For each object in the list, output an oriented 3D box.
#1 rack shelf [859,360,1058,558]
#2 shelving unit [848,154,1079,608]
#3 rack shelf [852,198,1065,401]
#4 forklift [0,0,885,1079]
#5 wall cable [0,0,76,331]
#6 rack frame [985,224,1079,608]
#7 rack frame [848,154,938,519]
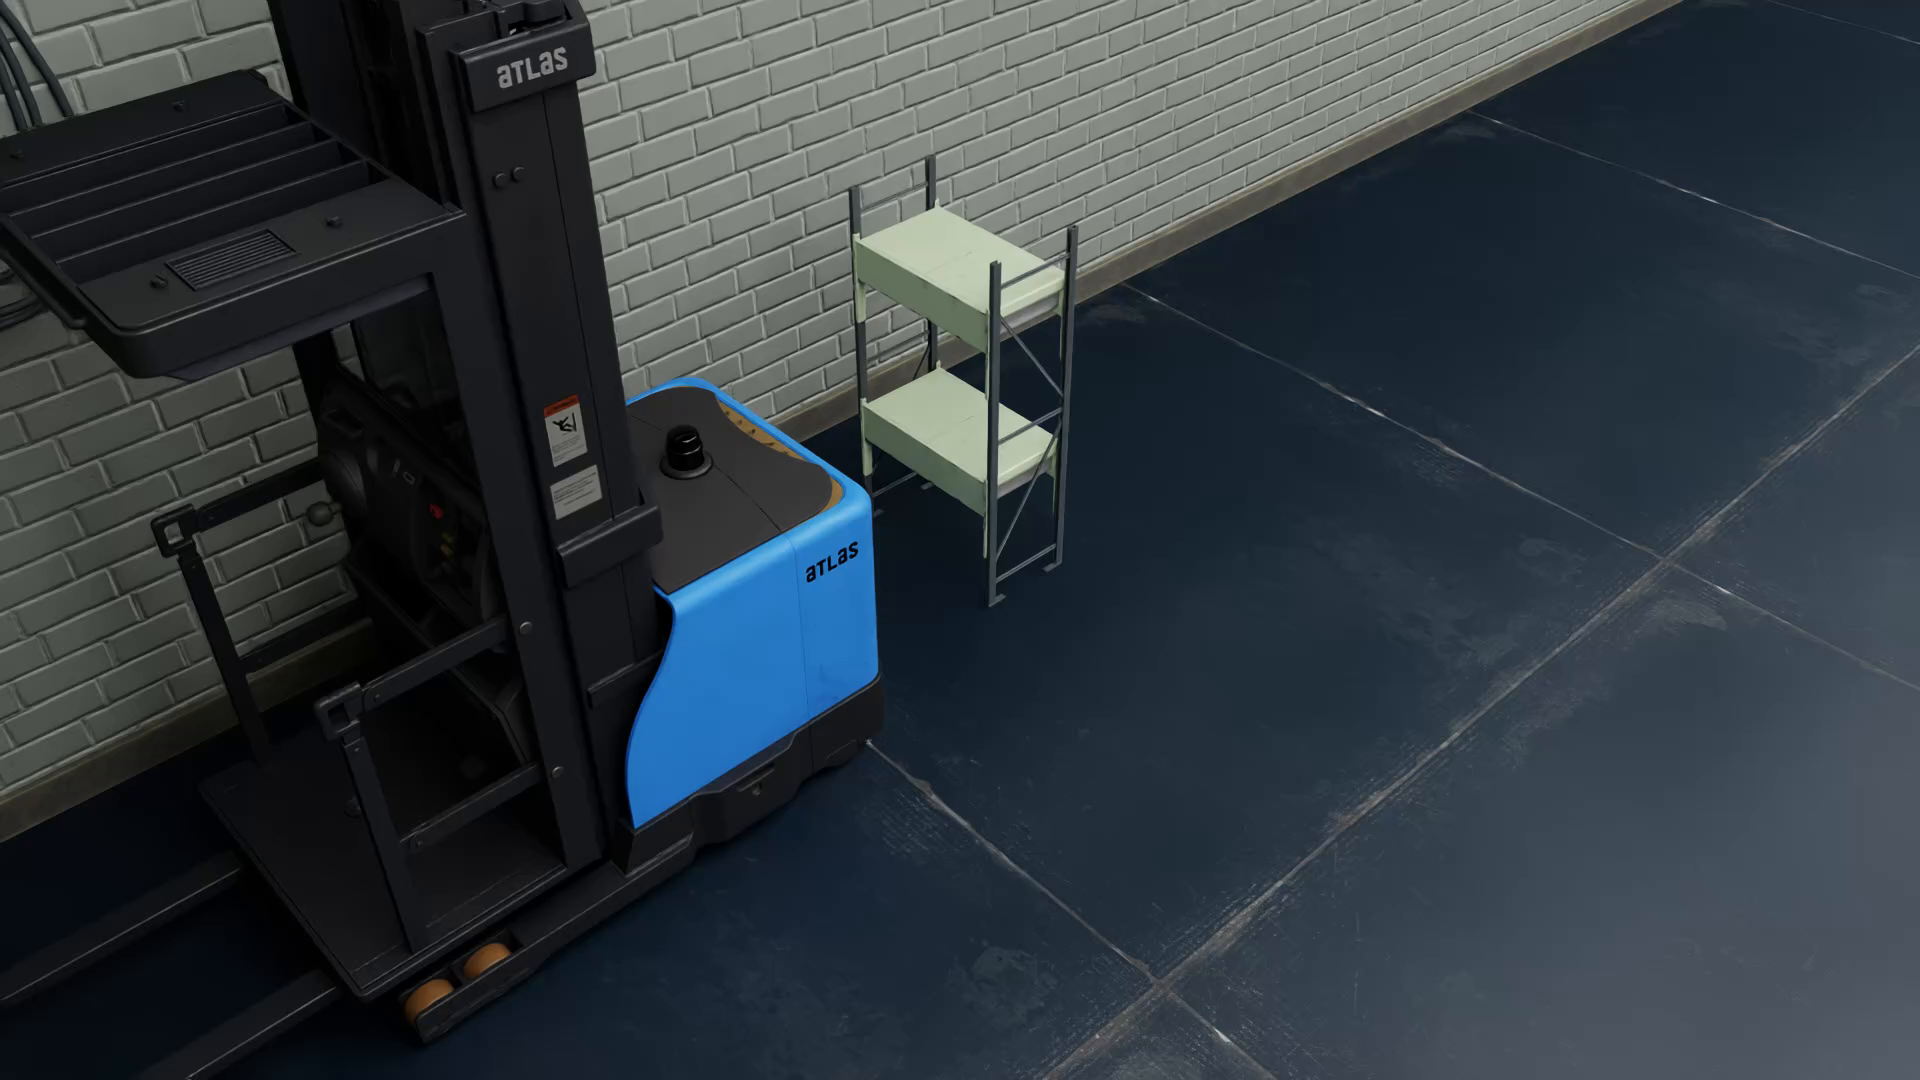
[{"bbox_3d":[0.005,-0.327,6.480,0.431,0.370,0.720,-30,48,-32],"label":"rack shelf"},{"bbox_3d":[0.005,-0.580,6.275,0.431,1.500,0.755,-30,48,-32],"label":"shelving unit"},{"bbox_3d":[0.005,-0.884,6.030,0.431,0.370,0.720,-30,48,-32],"label":"rack shelf"},{"bbox_3d":[-1.687,-0.043,4.471,3.031,2.935,1.130,-30,48,-32],"label":"forklift"},{"bbox_3d":[-3.573,-1.047,3.355,3.097,2.526,0.112,-30,48,-32],"label":"wall cable"},{"bbox_3d":[0.252,-0.411,6.065,0.400,1.500,0.023,-30,48,-32],"label":"rack frame"},{"bbox_3d":[-0.243,-0.750,6.485,0.400,1.500,0.023,-30,48,-32],"label":"rack frame"}]
